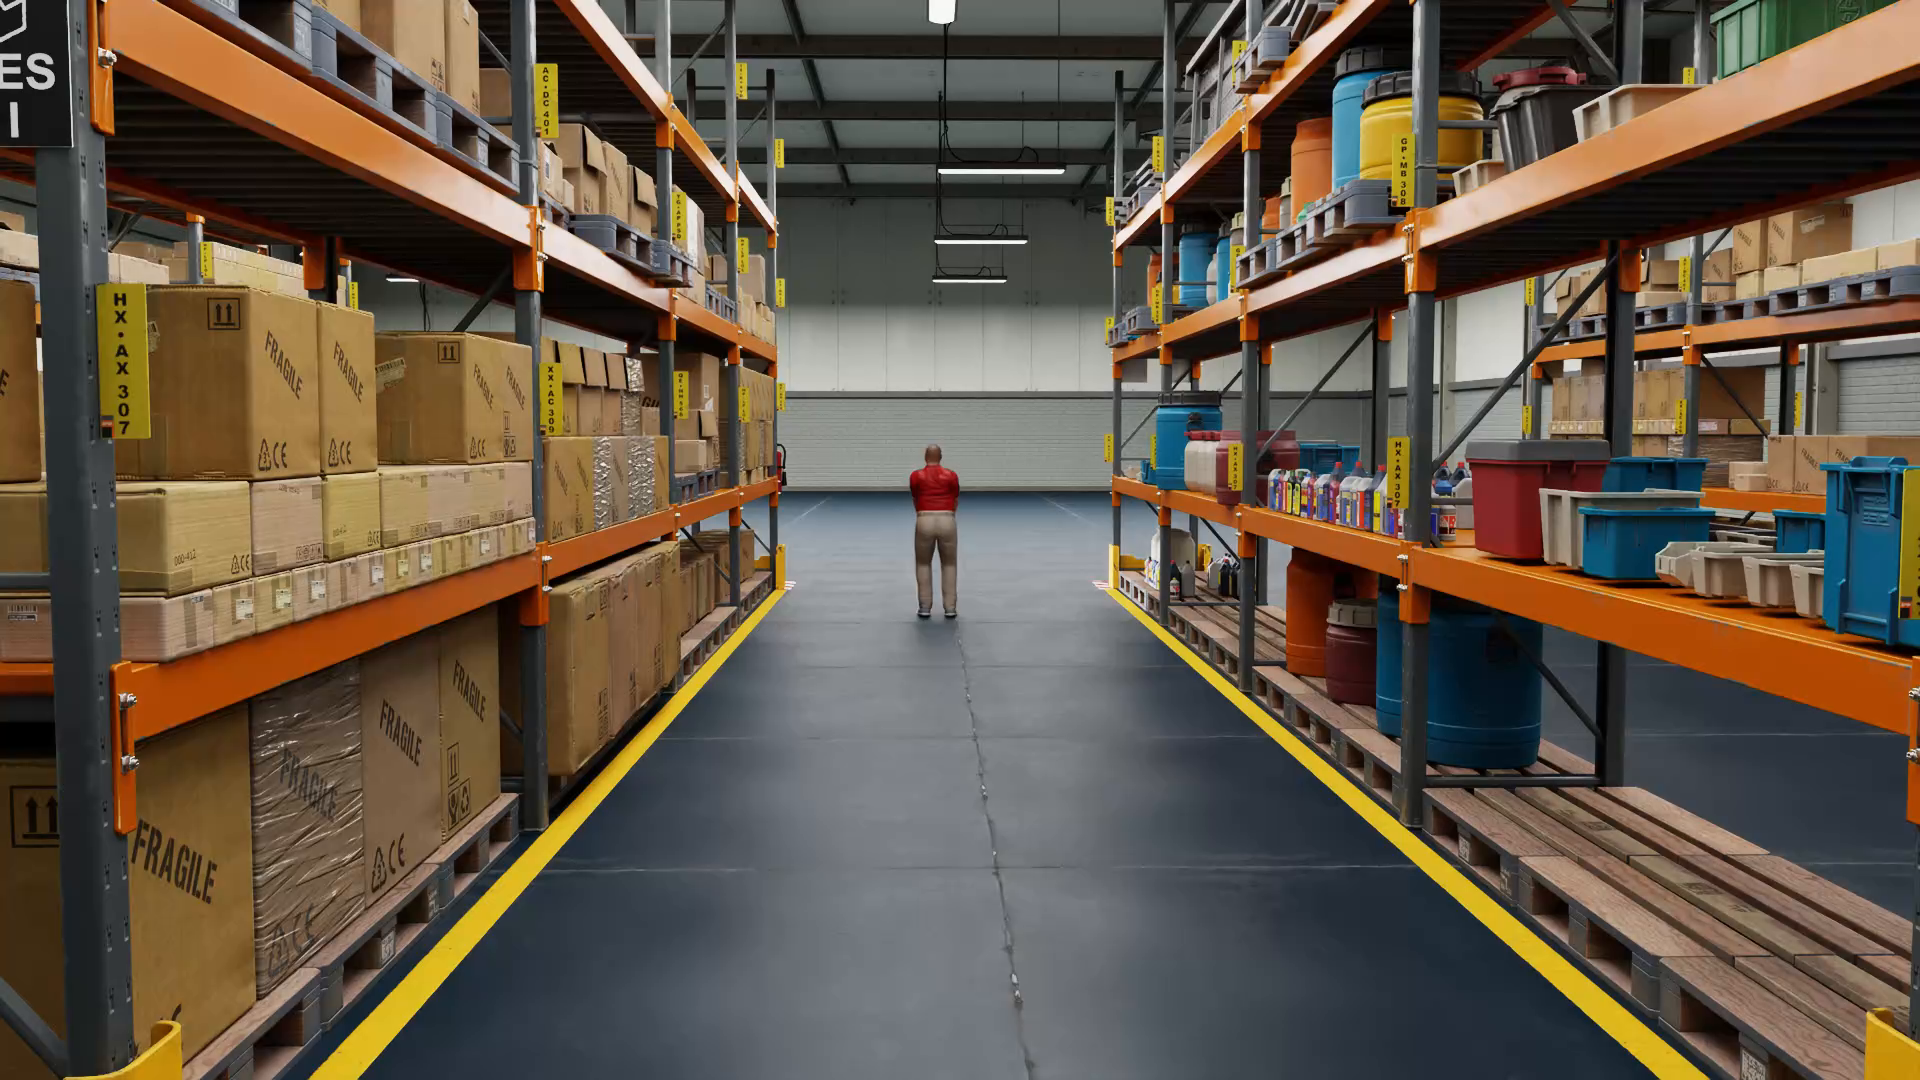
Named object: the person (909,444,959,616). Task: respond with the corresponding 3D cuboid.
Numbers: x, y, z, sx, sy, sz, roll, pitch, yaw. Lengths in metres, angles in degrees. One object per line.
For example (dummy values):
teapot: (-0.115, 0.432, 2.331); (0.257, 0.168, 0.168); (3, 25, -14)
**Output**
person: (-0.254, -0.103, 16.548); (0.494, 1.714, 0.537); (0, 4, 0)
